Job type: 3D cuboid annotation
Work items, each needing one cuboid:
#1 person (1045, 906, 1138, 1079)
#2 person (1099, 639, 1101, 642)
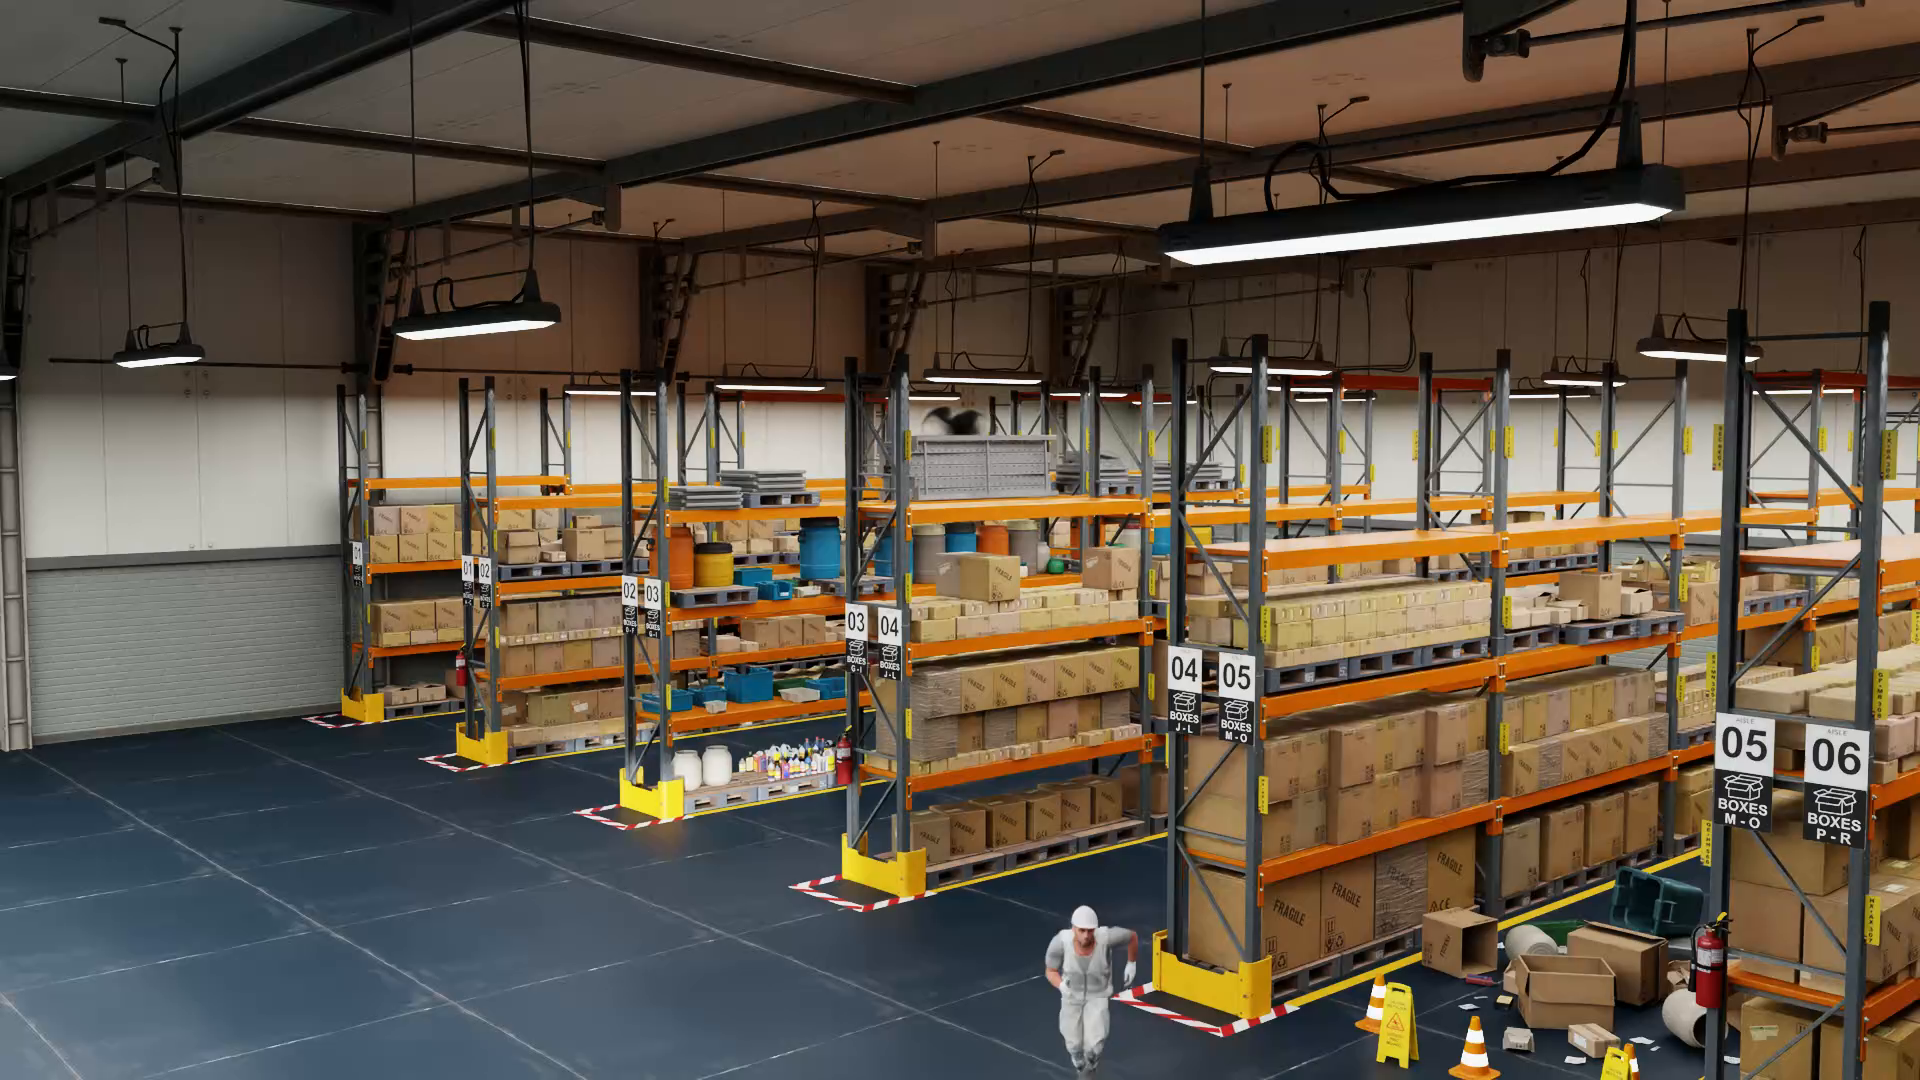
[{"bbox_3d":[1.004,3.521,12.688,0.701,1.608,0.895,0,4,6],"label":"person"},{"bbox_3d":[2.645,1.925,32.732,0.563,1.614,0.536,3,5,39],"label":"person"}]
